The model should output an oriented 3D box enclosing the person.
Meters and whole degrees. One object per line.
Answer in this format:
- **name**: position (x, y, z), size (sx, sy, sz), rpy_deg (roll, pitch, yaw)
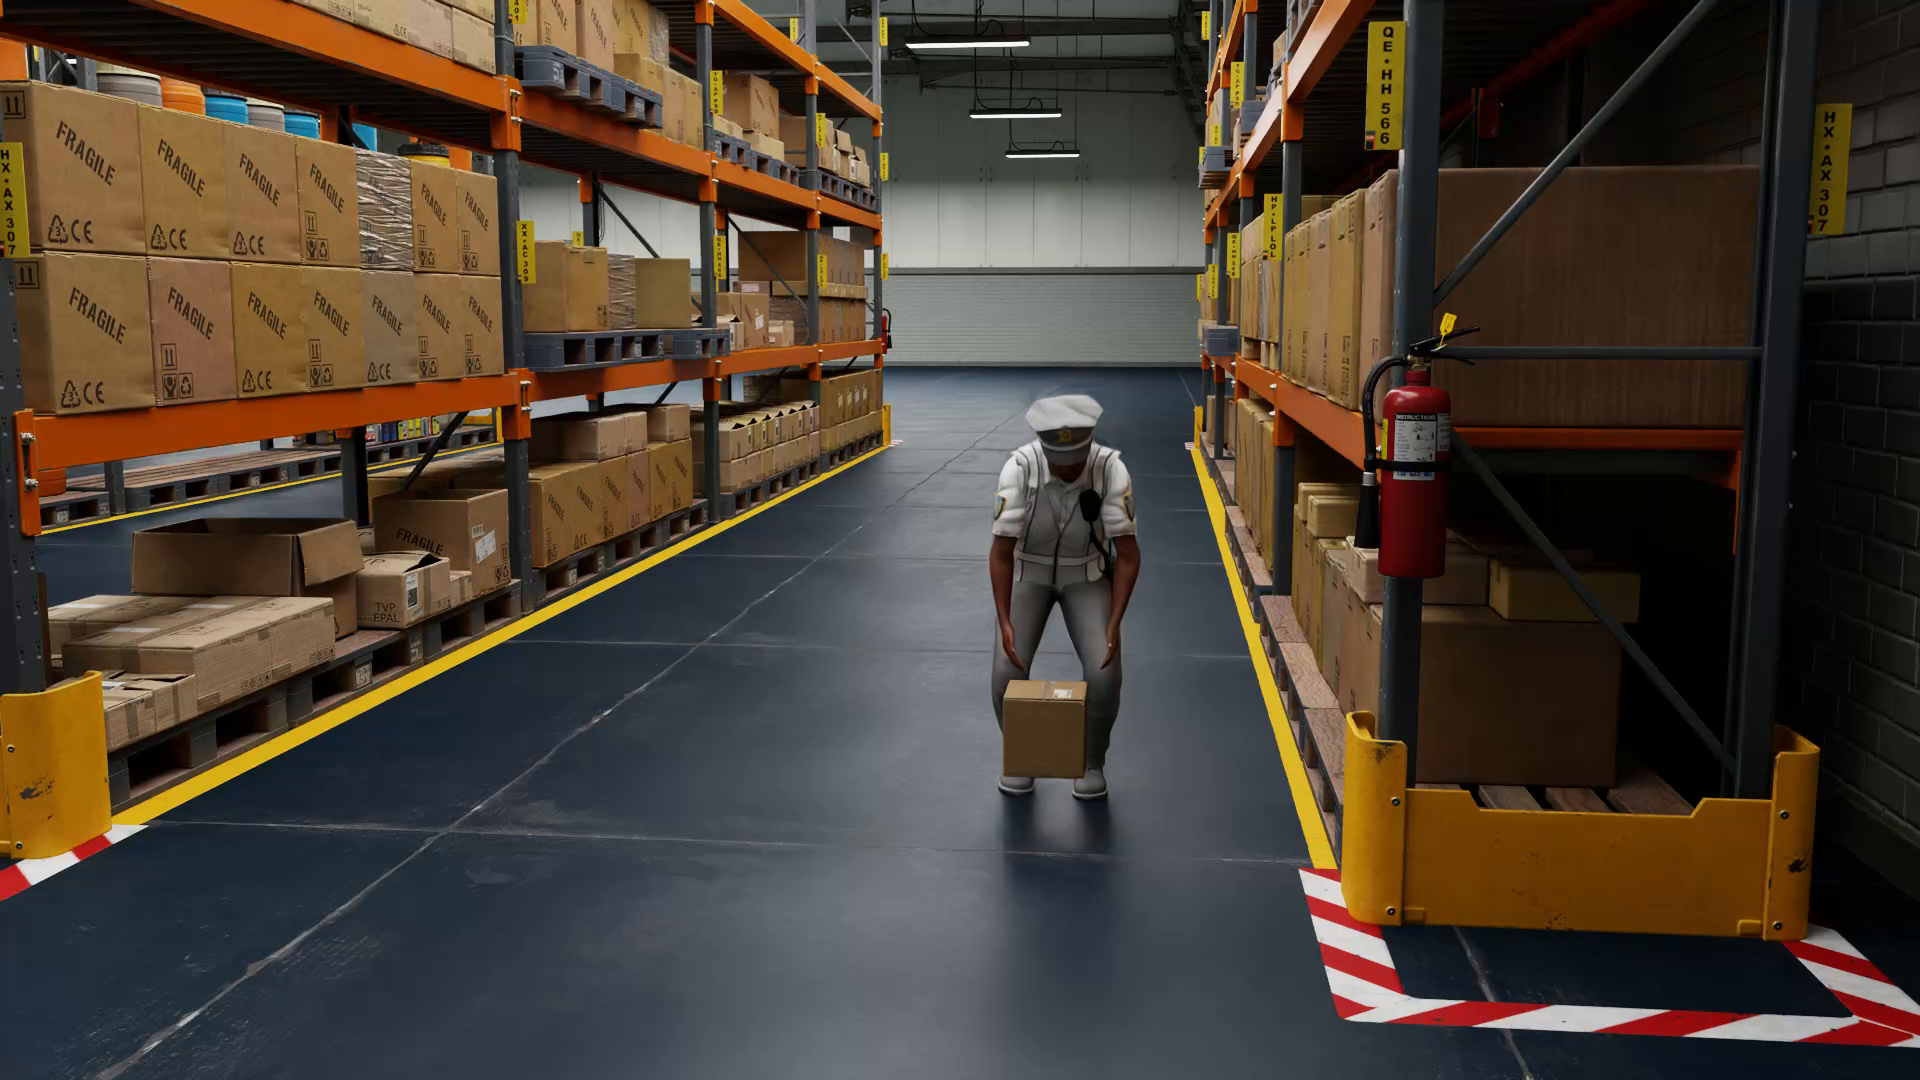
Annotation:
- **person**: position (0.353, 0.189, 5.569), size (0.496, 1.360, 0.724), rpy_deg (1, 8, 6)
